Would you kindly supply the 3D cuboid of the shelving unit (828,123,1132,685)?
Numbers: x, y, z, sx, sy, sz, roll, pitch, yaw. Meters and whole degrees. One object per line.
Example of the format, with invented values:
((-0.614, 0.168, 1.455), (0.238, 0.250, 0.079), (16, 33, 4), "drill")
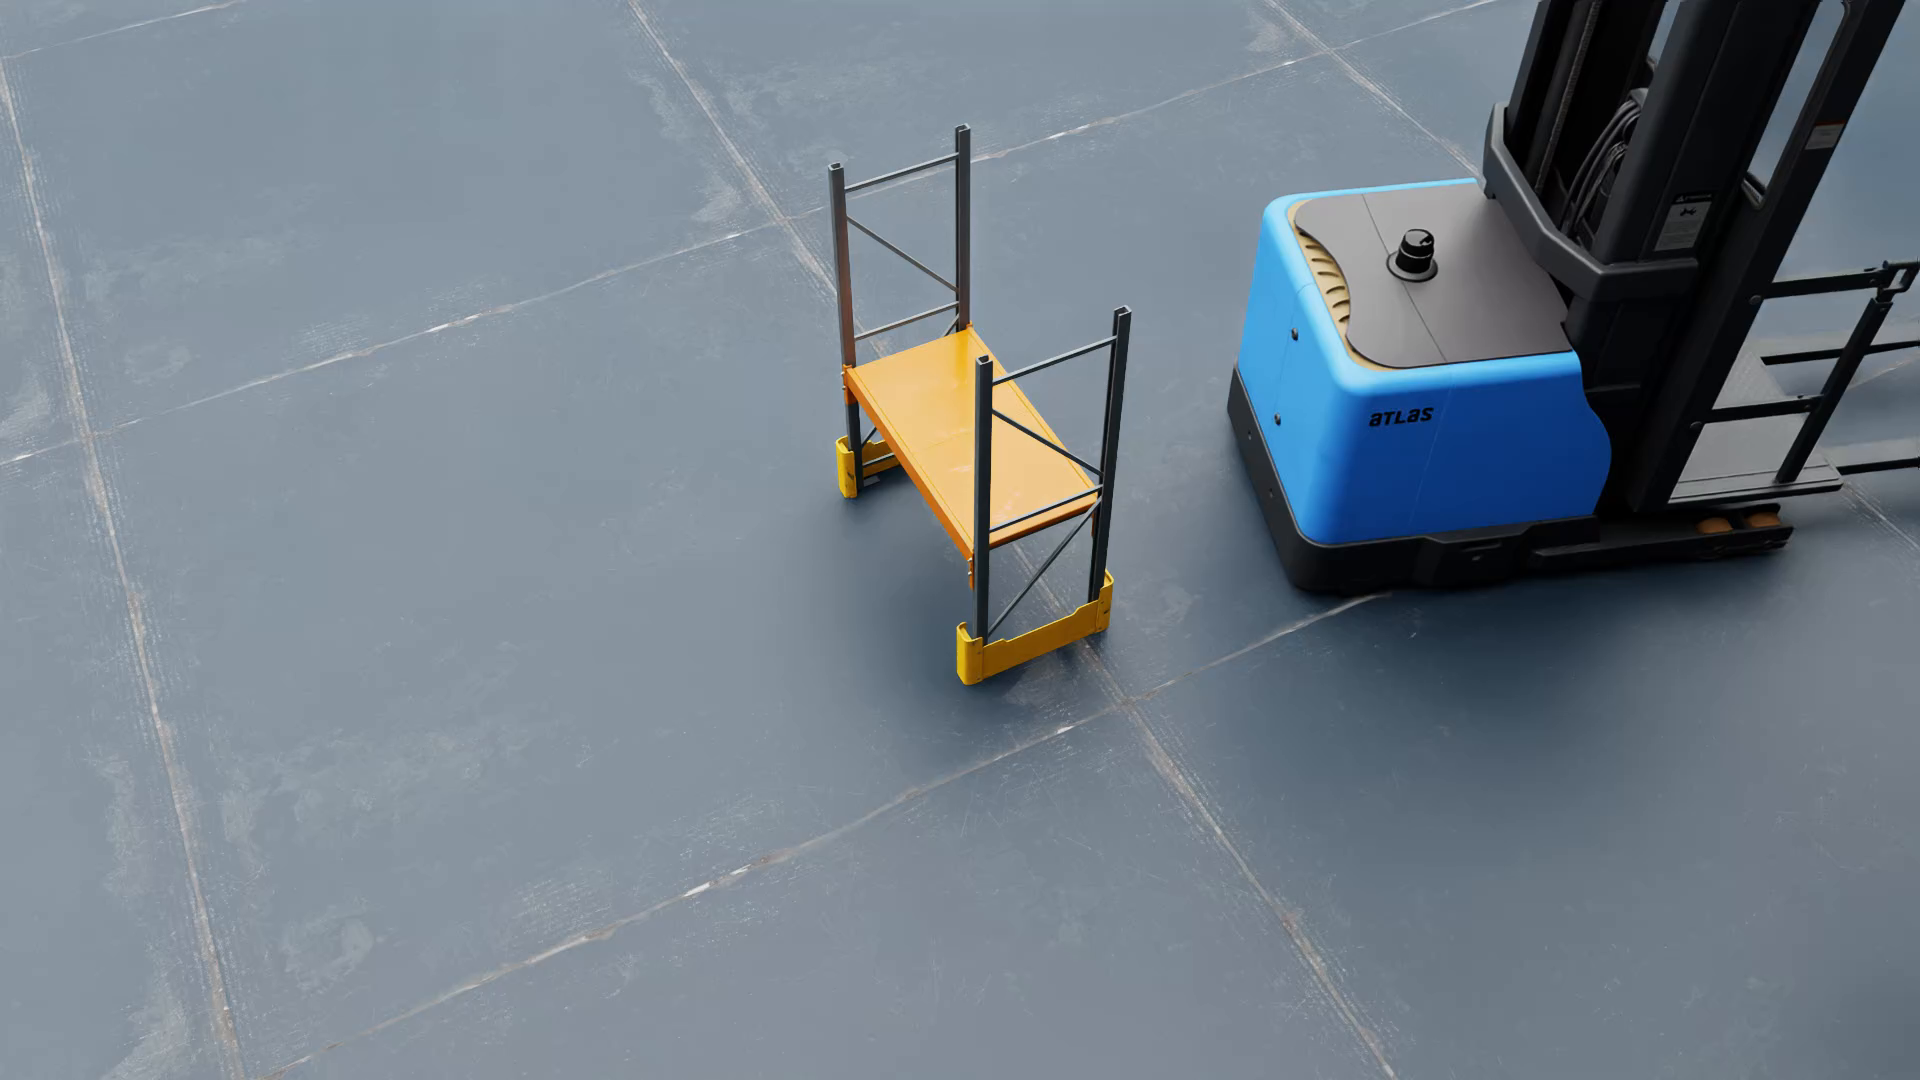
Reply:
((0.035, -0.443, 5.641), (0.587, 1.500, 1.083), (-21, 52, -18), "shelving unit")

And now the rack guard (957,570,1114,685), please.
((0.263, 0.302, 5.820), (0.587, 0.250, 0.087), (-21, 52, -18), "rack guard")

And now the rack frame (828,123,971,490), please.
((-0.194, -0.777, 5.933), (0.500, 1.500, 0.032), (-21, 52, -18), "rack frame")

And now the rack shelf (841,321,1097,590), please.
((0.039, -0.318, 5.771), (0.538, 0.185, 1.000), (-21, 52, -18), "rack shelf")

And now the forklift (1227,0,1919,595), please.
((2.622, -1.282, 5.424), (3.031, 2.935, 1.130), (-6, 49, -6), "forklift")

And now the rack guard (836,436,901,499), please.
((-0.193, -0.365, 6.403), (0.587, 0.250, 0.087), (-21, 52, -18), "rack guard")

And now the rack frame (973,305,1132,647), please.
((0.272, -0.096, 5.338), (0.500, 1.500, 0.032), (-21, 52, -18), "rack frame")
